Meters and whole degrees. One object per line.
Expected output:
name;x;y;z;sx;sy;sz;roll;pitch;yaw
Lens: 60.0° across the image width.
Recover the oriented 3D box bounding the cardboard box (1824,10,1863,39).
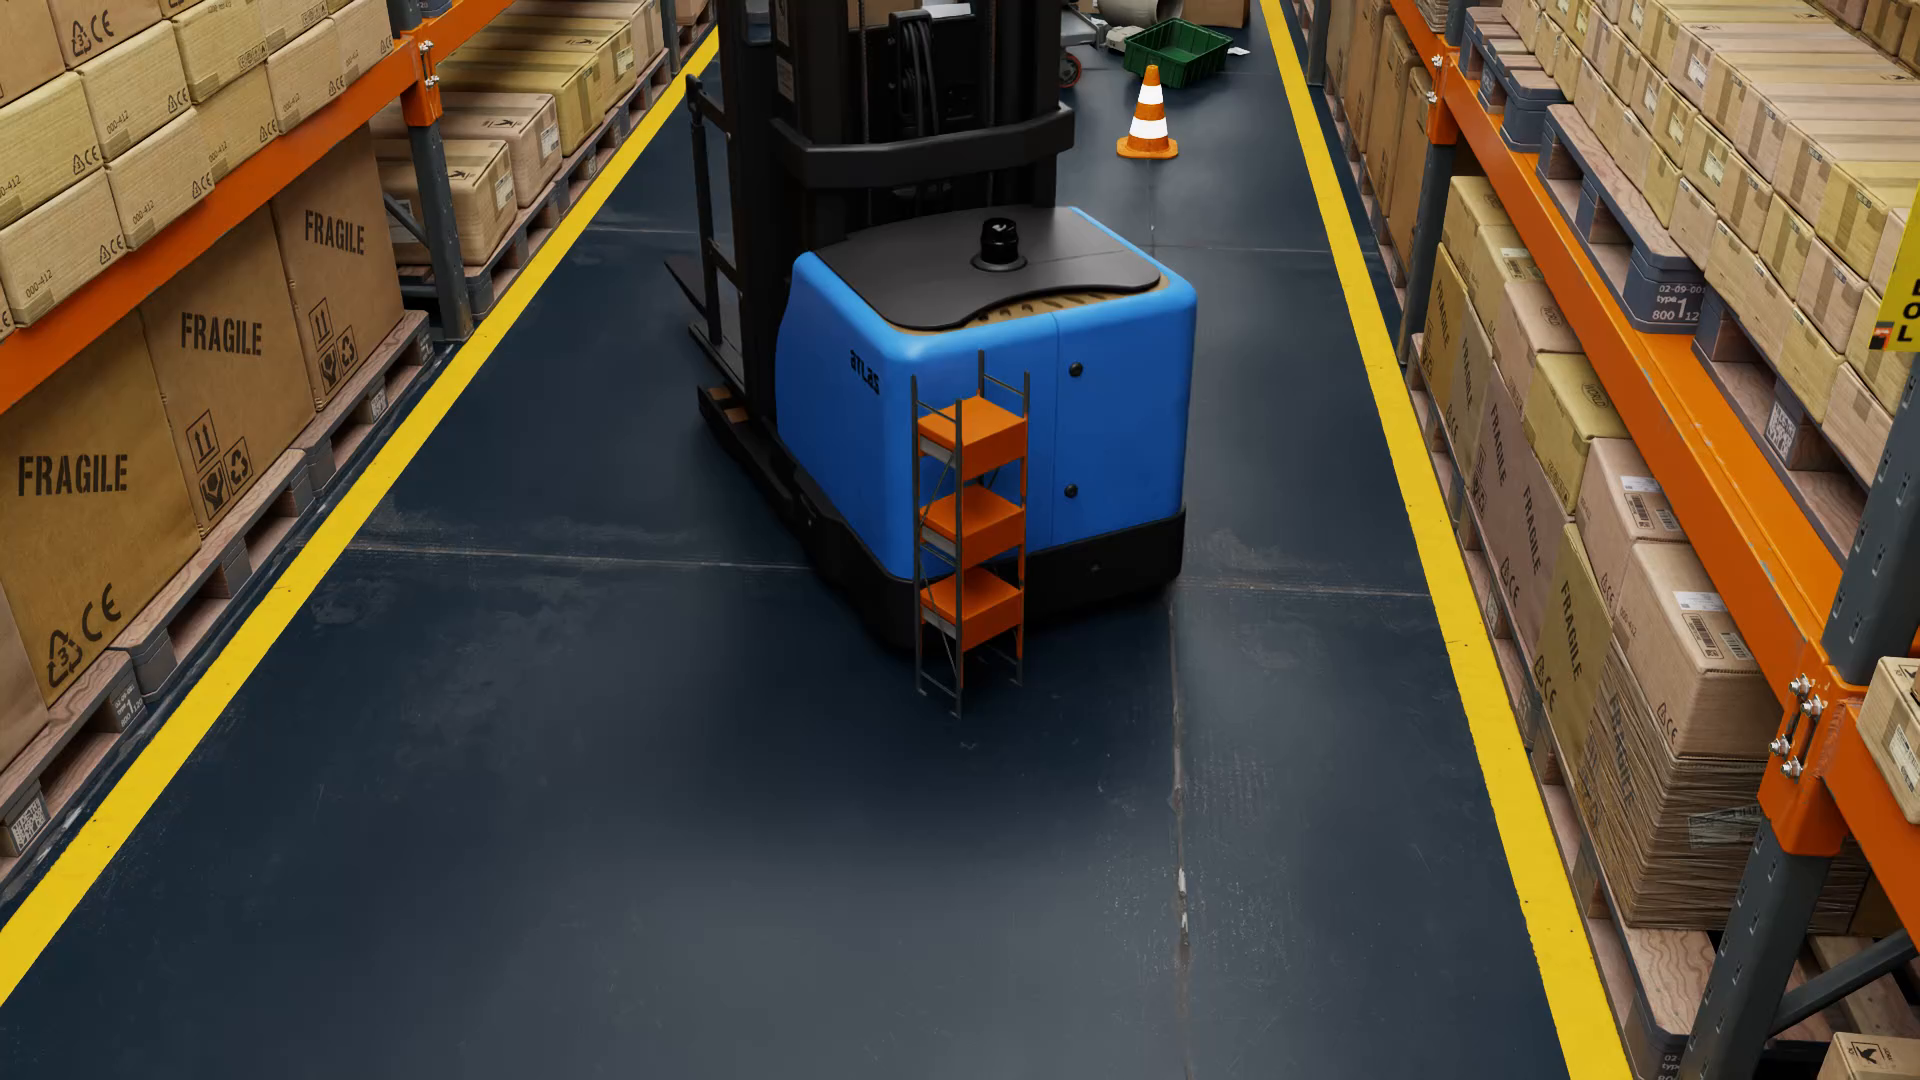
cardboard box;2.666;-1.391;4.703;0.380;0.149;0.250;2;32;4

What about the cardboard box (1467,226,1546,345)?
cardboard box;1.996;-0.827;5.500;0.500;0.250;0.500;2;32;3

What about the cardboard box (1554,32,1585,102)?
cardboard box;2.033;-1.432;5.054;0.380;0.149;0.250;4;32;6

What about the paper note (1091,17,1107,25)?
paper note;0.947;-3.621;11.604;0.172;0.023;0.155;14;34;21

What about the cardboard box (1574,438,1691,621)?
cardboard box;1.873;-0.019;4.189;0.500;0.250;0.500;4;32;6

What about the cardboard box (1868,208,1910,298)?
cardboard box;1.847;-0.460;2.910;0.380;0.149;0.250;4;32;6

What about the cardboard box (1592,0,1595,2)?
cardboard box;2.038;-1.693;4.910;0.380;0.149;0.250;1;32;2

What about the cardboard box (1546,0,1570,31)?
cardboard box;2.057;-1.681;5.174;0.380;0.149;0.250;2;32;2

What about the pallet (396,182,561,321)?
pallet;-2.542;-1.388;7.802;1.003;0.211;1.213;2;32;4

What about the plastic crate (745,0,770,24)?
plastic crate;-1.337;-3.802;11.842;0.402;0.080;0.583;-8;33;-13

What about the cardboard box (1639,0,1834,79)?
cardboard box;1.974;-1.282;4.244;0.380;0.149;0.250;2;32;3

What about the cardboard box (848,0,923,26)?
cardboard box;-0.505;-3.456;10.160;0.500;0.500;0.500;2;32;4

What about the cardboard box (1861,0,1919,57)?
cardboard box;2.644;-1.382;4.405;0.380;0.149;0.250;4;32;6

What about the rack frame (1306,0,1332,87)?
rack frame;2.660;-4.100;9.544;1.000;3.000;0.127;2;32;4

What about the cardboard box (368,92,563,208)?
cardboard box;-2.499;-1.908;8.092;0.950;0.372;0.625;2;32;3

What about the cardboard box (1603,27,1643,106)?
cardboard box;1.992;-1.289;4.538;0.380;0.149;0.250;2;32;4

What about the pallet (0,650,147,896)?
pallet;-2.945;0.705;4.405;1.003;0.211;1.213;2;32;4

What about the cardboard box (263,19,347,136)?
cardboard box;-2.416;-1.560;5.565;0.500;0.250;0.500;3;32;5

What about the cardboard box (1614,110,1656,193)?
cardboard box;1.968;-1.025;4.394;0.380;0.149;0.250;1;32;2

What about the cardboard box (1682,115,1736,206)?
cardboard box;1.928;-0.878;3.872;0.380;0.149;0.250;1;32;1

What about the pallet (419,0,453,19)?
pallet;-2.655;-2.462;7.070;1.213;0.211;1.003;2;32;4

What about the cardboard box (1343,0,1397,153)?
cardboard box;2.617;-2.488;8.673;1.050;0.750;0.750;2;32;4

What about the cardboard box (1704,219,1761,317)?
cardboard box;1.907;-0.602;3.707;0.380;0.149;0.250;1;32;1

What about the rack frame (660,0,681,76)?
rack frame;-2.282;-4.259;9.801;1.000;3.000;0.127;2;32;4

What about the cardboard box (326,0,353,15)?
cardboard box;-2.393;-2.052;5.887;0.500;0.250;0.500;2;32;4

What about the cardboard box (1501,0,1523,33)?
cardboard box;2.097;-1.855;5.740;0.380;0.149;0.250;2;32;3

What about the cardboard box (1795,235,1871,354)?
cardboard box;1.865;-0.470;3.208;0.380;0.149;0.250;3;32;4

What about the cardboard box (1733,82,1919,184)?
cardboard box;1.912;-0.873;3.580;0.380;0.149;0.250;2;32;4

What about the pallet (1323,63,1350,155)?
pallet;2.672;-2.506;9.615;1.003;0.211;1.213;2;32;4

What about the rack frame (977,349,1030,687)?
rack frame;0.120;-0.042;4.818;0.008;1.050;0.200;-25;39;-34

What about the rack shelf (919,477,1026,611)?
rack shelf;0.028;0.009;4.755;0.240;0.259;0.215;-25;39;-34

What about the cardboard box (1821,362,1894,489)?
cardboard box;1.844;-0.205;3.062;0.380;0.149;0.250;2;32;3

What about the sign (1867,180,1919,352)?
sign;1.455;-0.431;2.487;0.100;0.325;0.005;2;32;4

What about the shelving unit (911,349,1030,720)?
shelving unit;0.028;0.000;4.749;0.252;1.050;0.215;-25;39;-34

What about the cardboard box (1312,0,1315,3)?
cardboard box;2.851;-4.172;11.285;0.875;0.875;0.875;3;32;4

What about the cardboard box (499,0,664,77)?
cardboard box;-2.322;-3.044;9.935;0.950;0.372;0.625;3;32;5

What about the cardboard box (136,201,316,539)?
cardboard box;-2.823;-0.617;5.518;0.875;0.875;0.875;3;32;5

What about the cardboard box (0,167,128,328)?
cardboard box;-2.536;-0.768;4.280;0.500;0.250;0.500;2;32;4

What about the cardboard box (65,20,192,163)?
cardboard box;-2.495;-1.243;4.575;0.500;0.250;0.500;2;32;2

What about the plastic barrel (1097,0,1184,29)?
plastic barrel;1.224;-3.662;11.289;0.512;0.421;0.421;27;41;37

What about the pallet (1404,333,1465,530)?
pallet;2.269;-0.413;6.218;1.003;0.211;1.213;2;32;4

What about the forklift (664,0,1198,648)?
forklift;-0.360;-1.672;5.670;1.130;2.935;3.031;-14;34;-21

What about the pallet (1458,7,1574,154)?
pallet;2.383;-1.549;5.588;1.213;0.211;1.003;2;32;4

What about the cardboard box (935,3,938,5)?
cardboard box;-0.076;-3.429;11.061;0.258;0.266;0.396;-20;37;-29

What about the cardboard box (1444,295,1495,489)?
cardboard box;1.985;-0.501;5.686;0.500;0.500;0.500;3;32;5

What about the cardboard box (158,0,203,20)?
cardboard box;-2.469;-1.826;4.805;0.500;0.500;0.500;2;32;4

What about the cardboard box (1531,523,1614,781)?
cardboard box;1.860;0.303;4.382;0.500;0.500;0.500;2;32;3

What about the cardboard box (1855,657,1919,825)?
cardboard box;1.660;0.324;2.604;0.380;0.149;0.250;4;32;6

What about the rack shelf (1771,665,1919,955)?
rack shelf;1.846;1.435;1.248;1.077;0.370;4.000;2;32;4
